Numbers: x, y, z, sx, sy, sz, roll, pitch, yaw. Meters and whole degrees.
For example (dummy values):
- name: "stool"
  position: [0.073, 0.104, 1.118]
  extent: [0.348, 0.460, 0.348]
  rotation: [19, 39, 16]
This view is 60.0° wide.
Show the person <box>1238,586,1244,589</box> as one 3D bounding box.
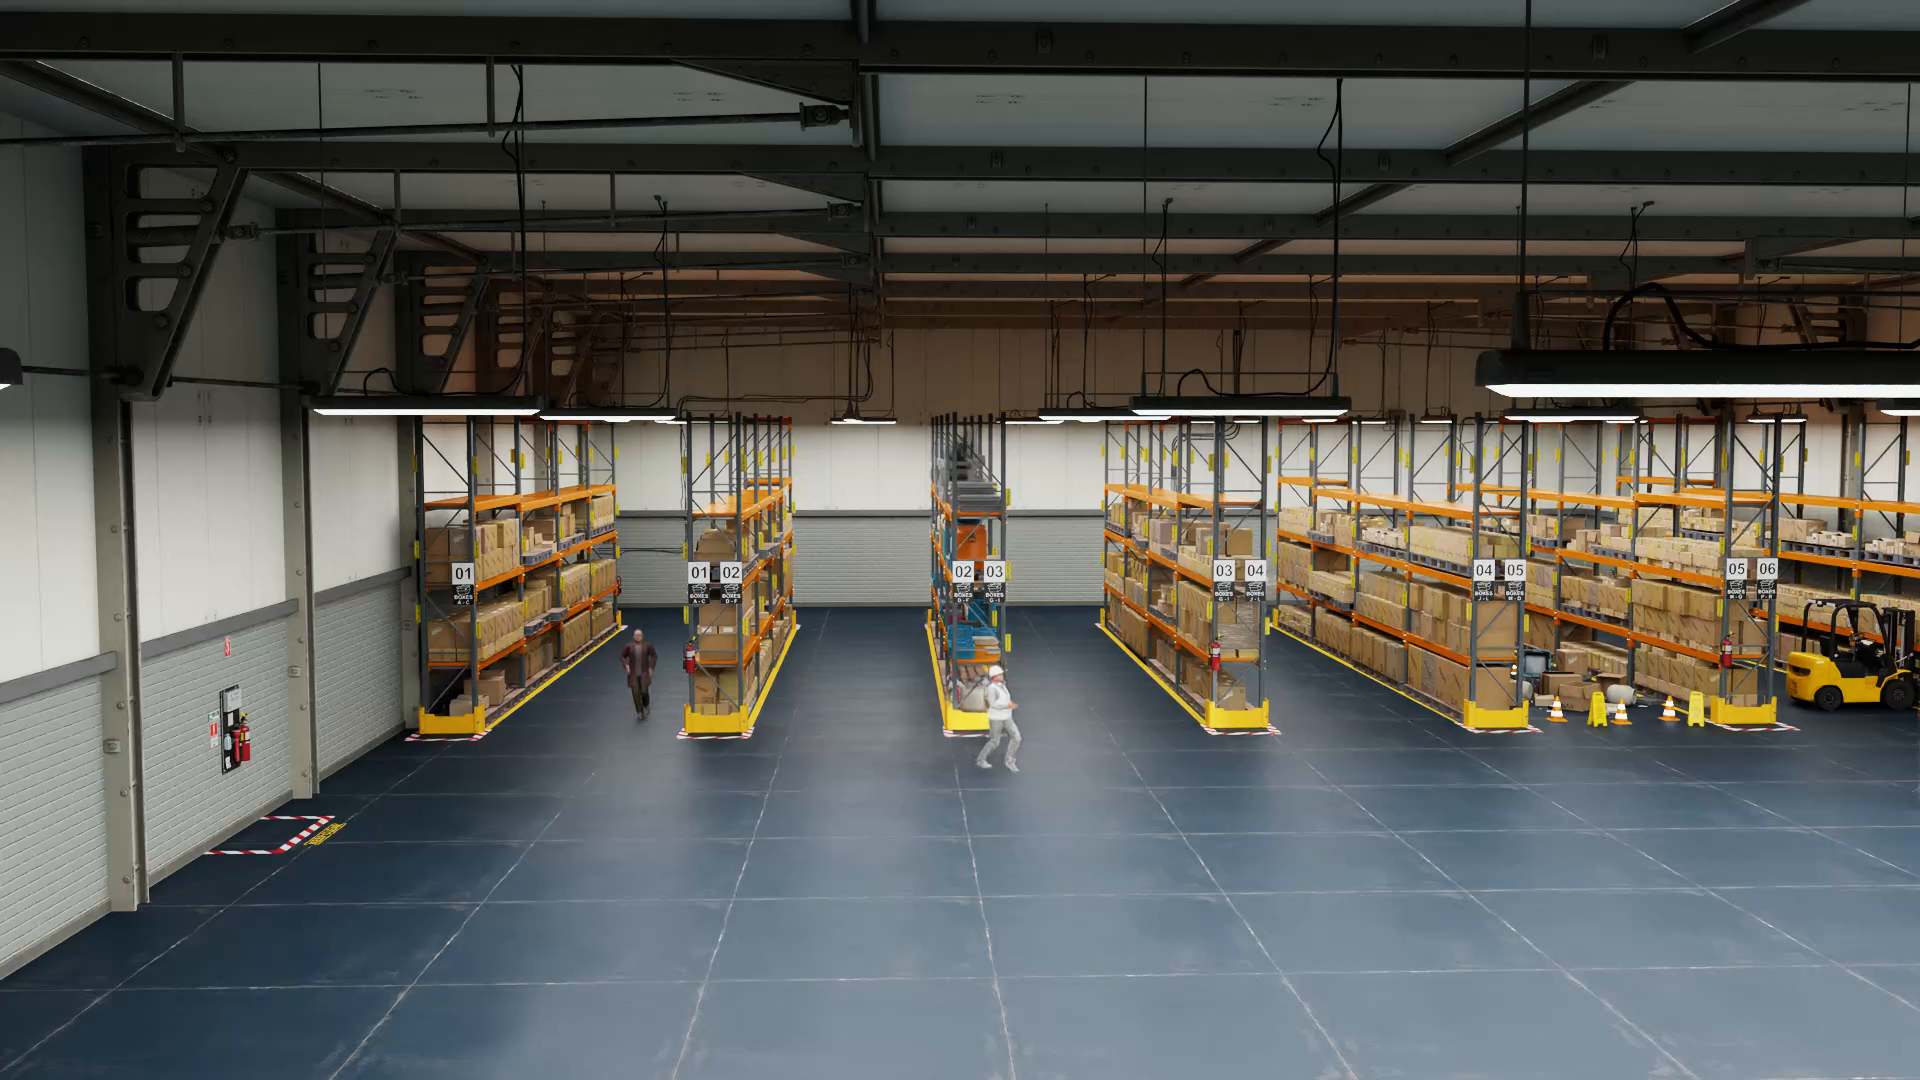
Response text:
- name: "person"
  position: [7.789, 1.698, 47.855]
  extent: [0.840, 1.620, 0.579]
  rotation: [2, 4, 28]

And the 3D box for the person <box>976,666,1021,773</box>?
- name: "person"
  position: [0.646, 2.982, 27.610]
  extent: [0.755, 1.809, 0.659]
  rotation: [2, 4, 29]

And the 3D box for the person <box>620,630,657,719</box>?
- name: "person"
  position: [-6.313, 2.633, 32.606]
  extent: [0.716, 1.743, 0.630]
  rotation: [0, 4, -6]
